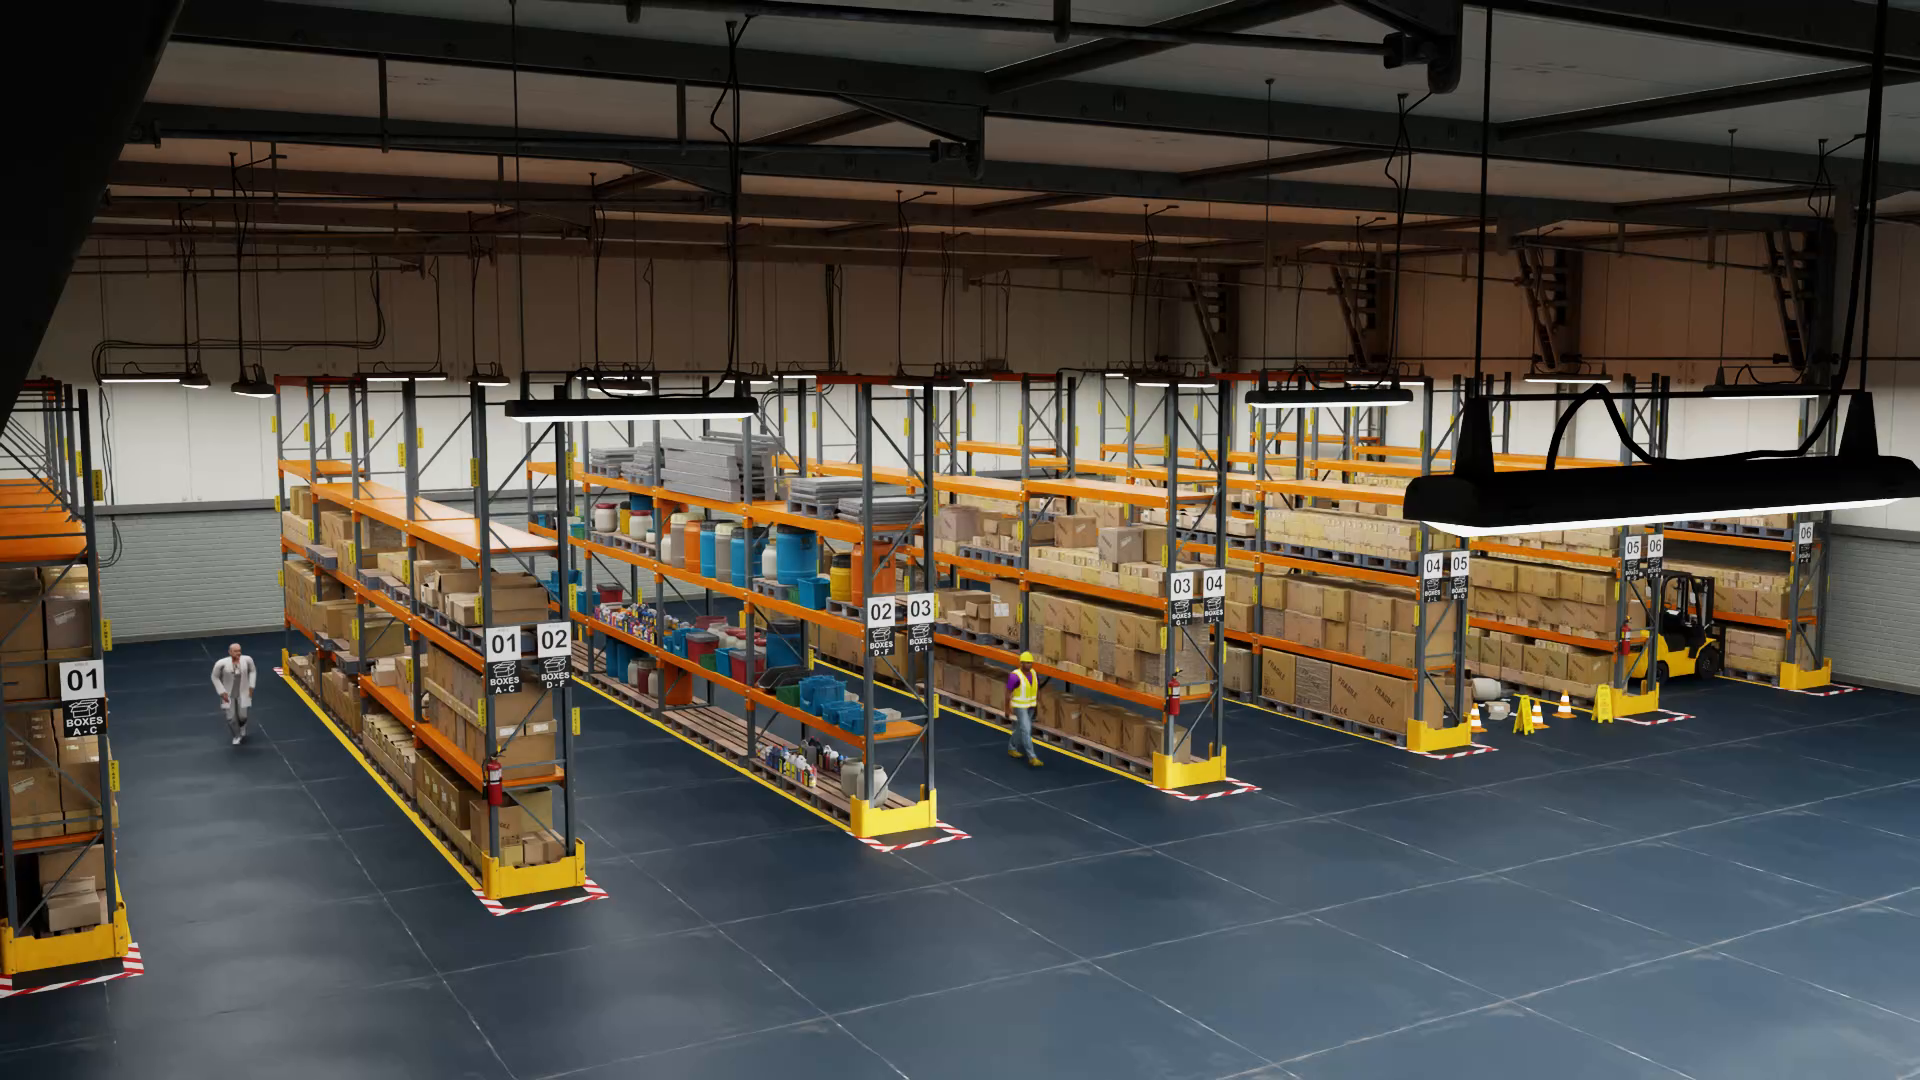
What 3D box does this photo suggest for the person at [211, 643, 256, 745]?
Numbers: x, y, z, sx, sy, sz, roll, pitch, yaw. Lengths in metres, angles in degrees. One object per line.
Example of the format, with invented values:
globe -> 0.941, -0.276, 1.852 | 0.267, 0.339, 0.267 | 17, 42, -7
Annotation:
person -> -11.937, 2.508, 27.364 | 0.688, 1.699, 0.683 | -3, 7, -24

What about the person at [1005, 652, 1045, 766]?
person -> 1.066, 2.608, 26.015 | 0.989, 1.709, 0.584 | 6, 9, 44

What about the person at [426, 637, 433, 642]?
person -> -9.961, 2.035, 31.697 | 0.474, 1.673, 0.473 | 2, 7, 16

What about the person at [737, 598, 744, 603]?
person -> -5.263, 0.966, 40.893 | 0.540, 1.751, 0.636 | 2, 7, 17
